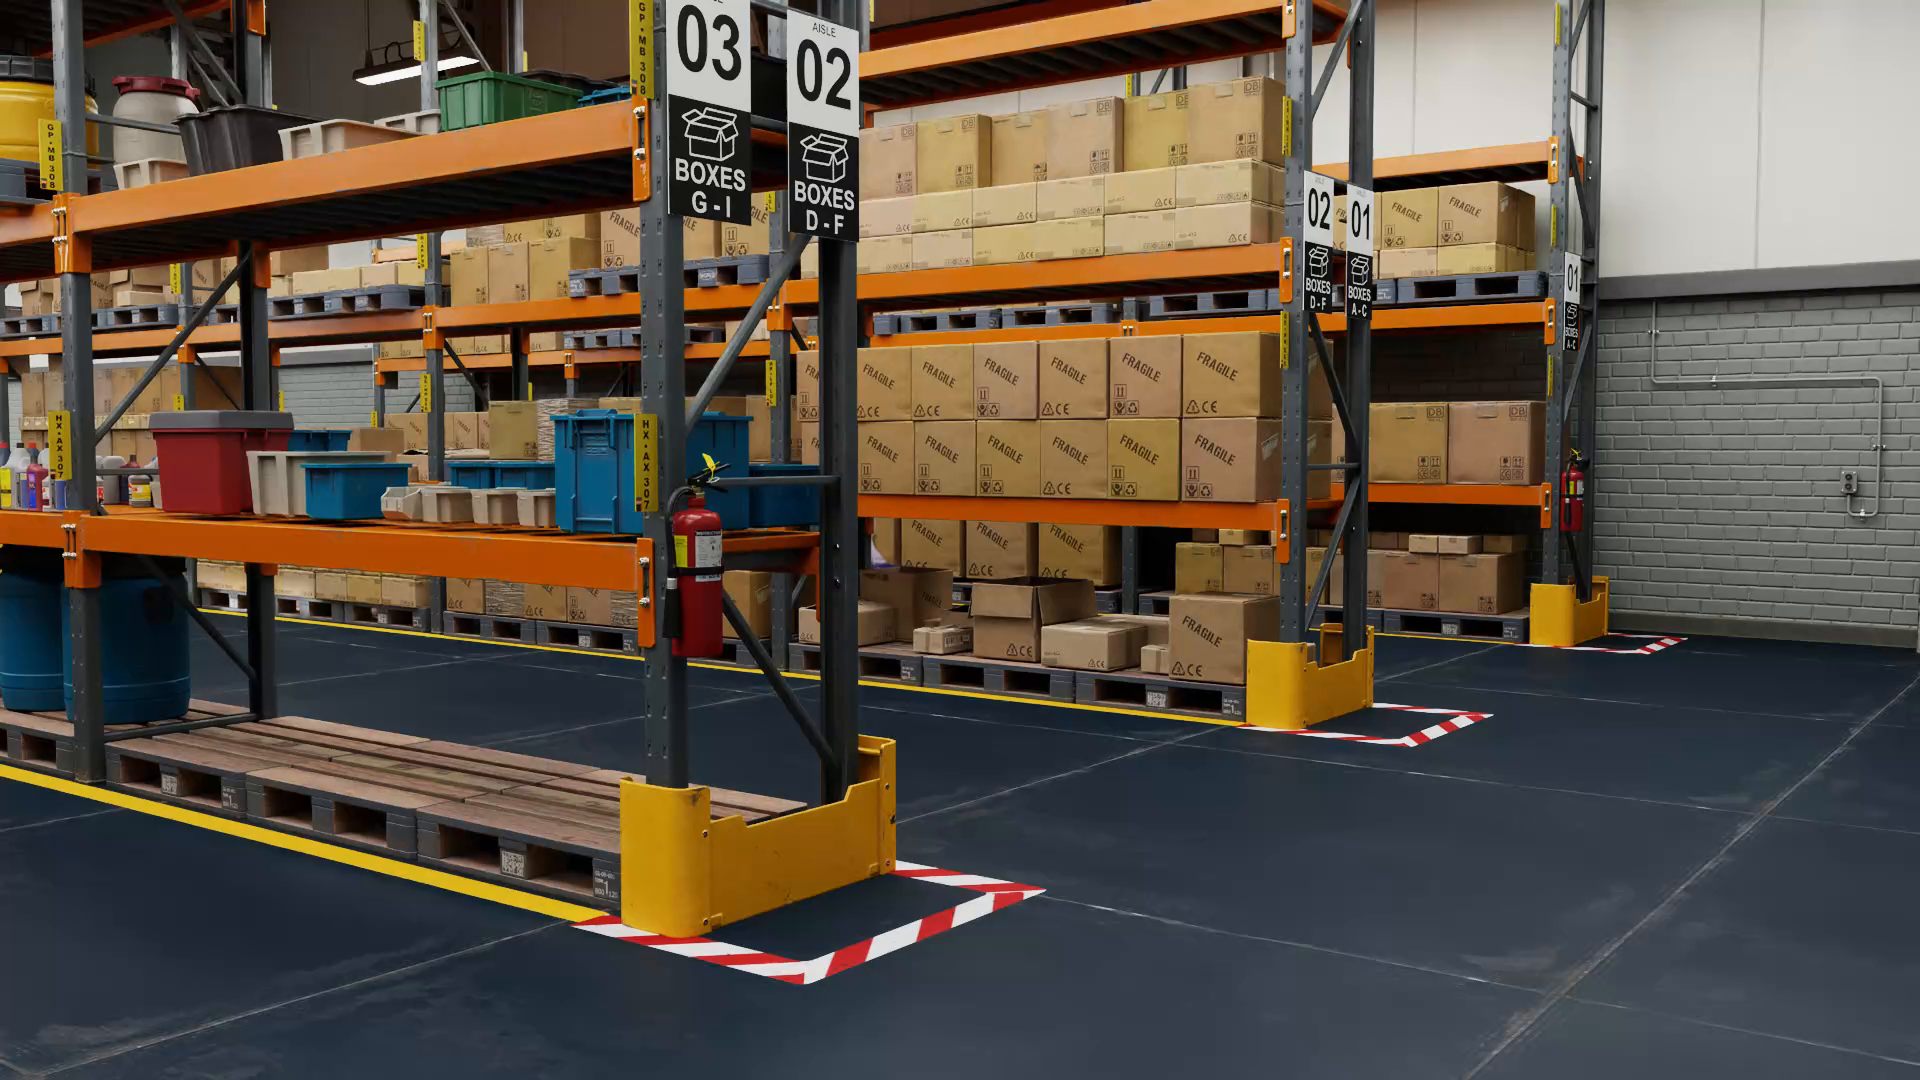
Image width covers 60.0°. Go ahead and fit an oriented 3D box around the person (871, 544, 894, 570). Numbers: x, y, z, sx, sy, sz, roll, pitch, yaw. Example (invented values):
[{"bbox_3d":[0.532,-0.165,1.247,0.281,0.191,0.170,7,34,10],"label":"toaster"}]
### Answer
[{"bbox_3d":[-0.983,0.287,15.692,0.828,0.926,0.529,2,4,36],"label":"person"}]
